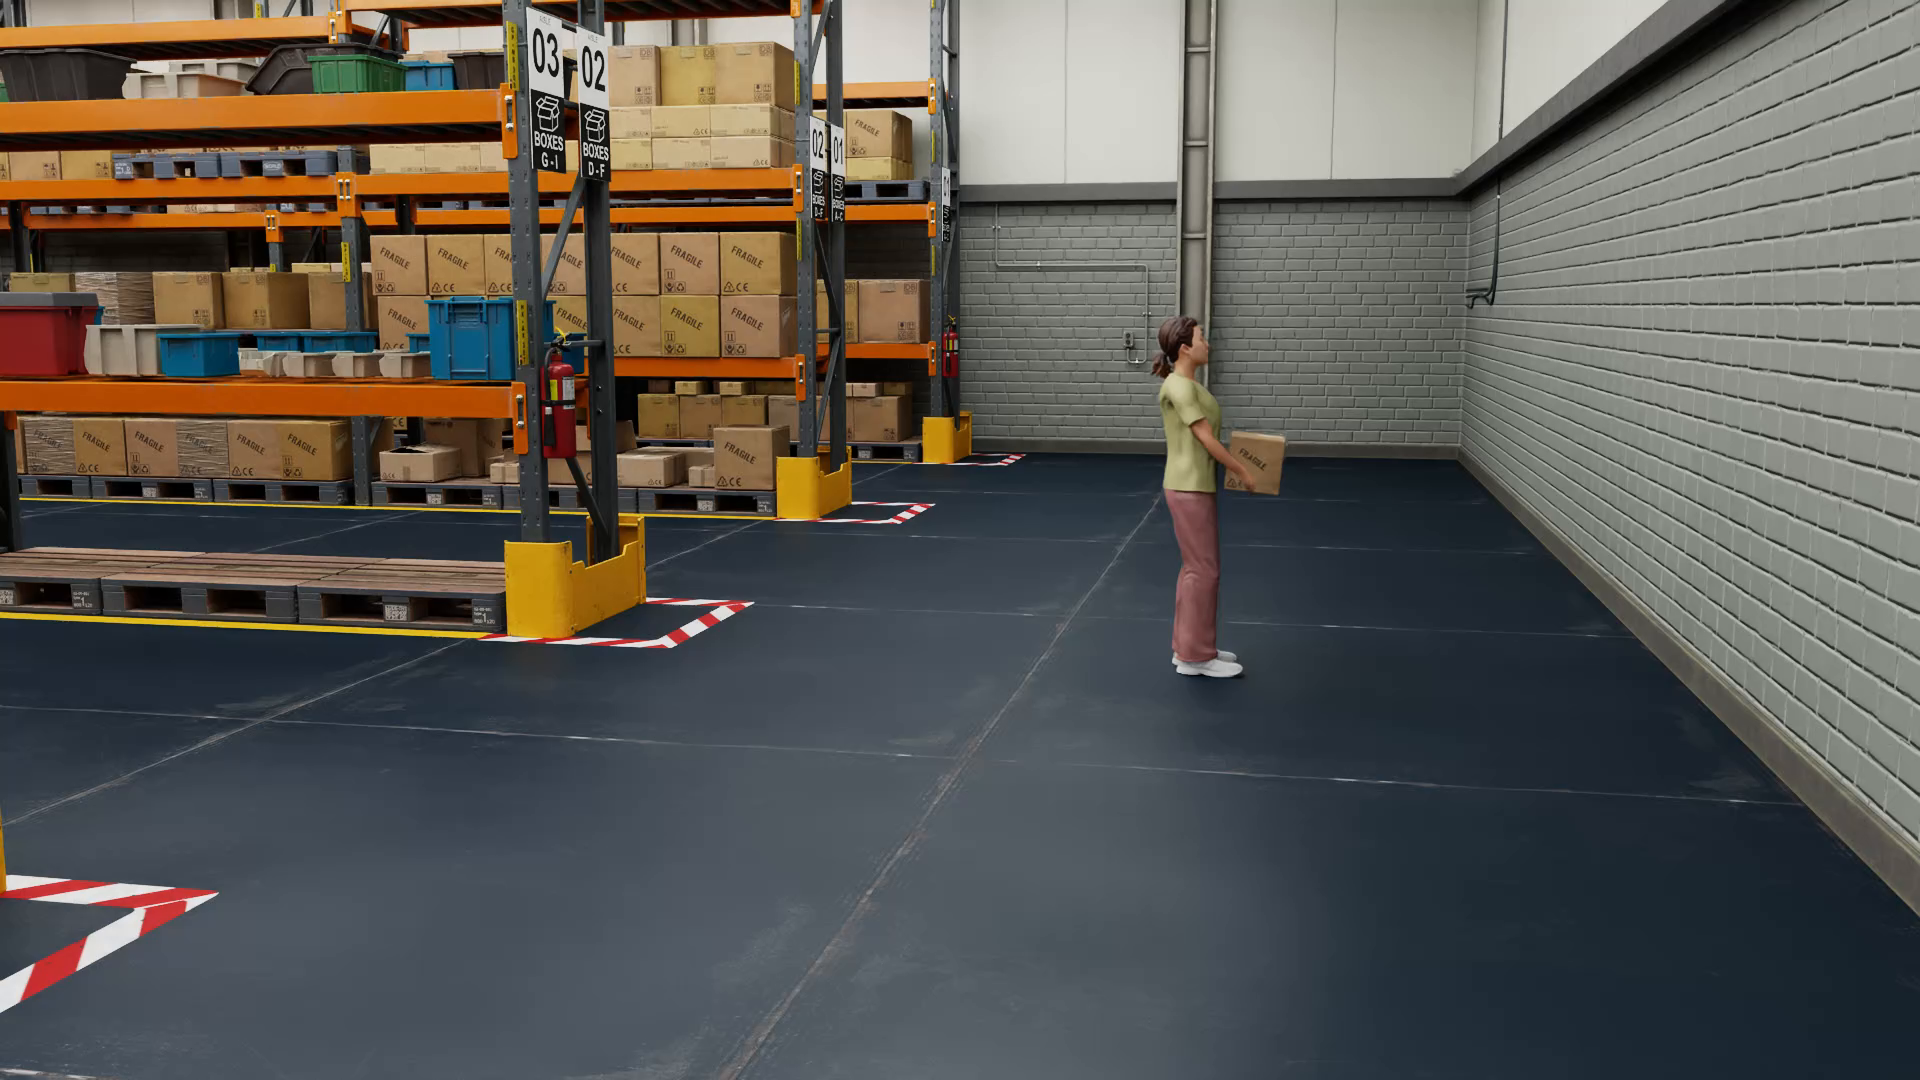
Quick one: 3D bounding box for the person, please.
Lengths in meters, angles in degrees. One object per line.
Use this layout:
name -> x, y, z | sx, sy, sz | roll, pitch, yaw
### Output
person -> 1.165, -0.197, 7.832 | 0.531, 1.641, 0.435 | 1, 8, 8
